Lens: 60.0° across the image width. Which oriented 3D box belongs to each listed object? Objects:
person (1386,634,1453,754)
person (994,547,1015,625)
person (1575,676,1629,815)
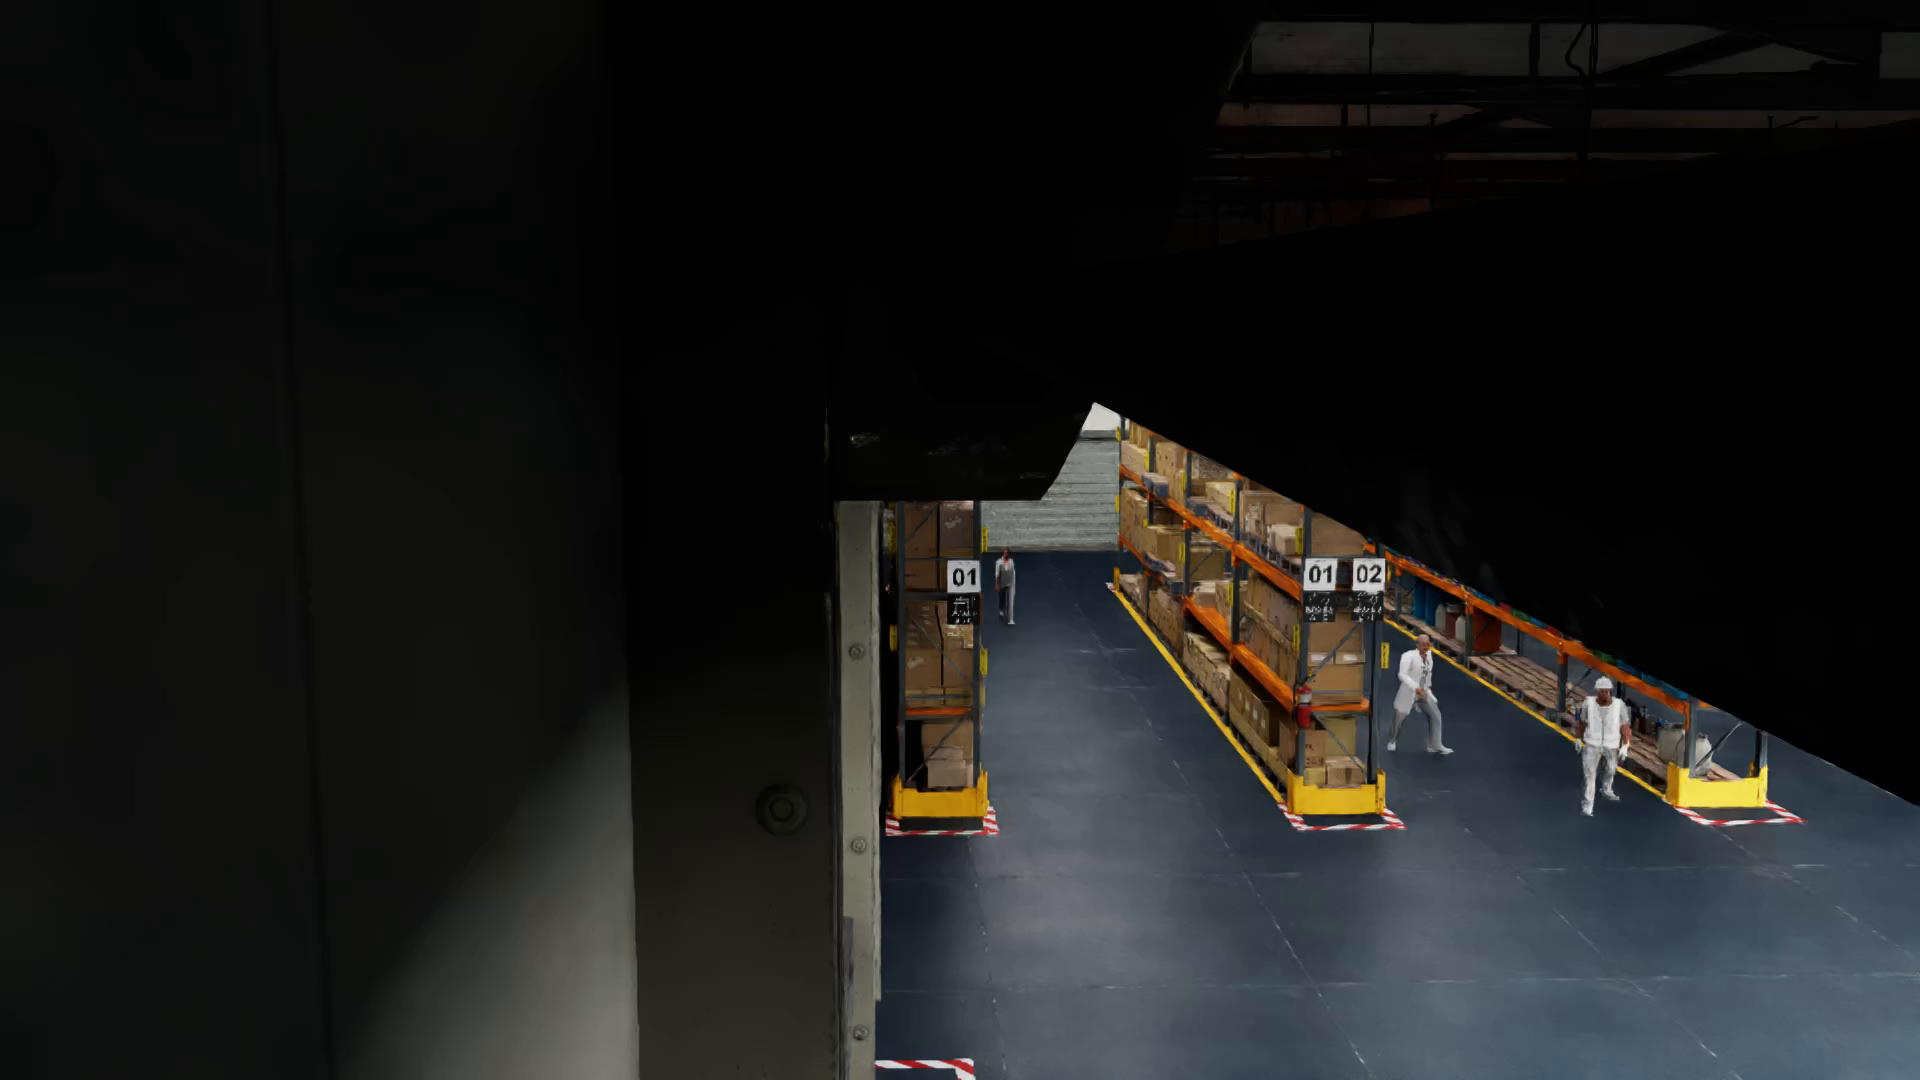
[{"bbox_3d":[6.376,2.138,23.266,0.734,1.717,0.869,-3,9,-21],"label":"person"},{"bbox_3d":[0.884,0.870,32.690,0.417,1.517,1.036,0,8,0],"label":"person"},{"bbox_3d":[7.980,2.521,20.673,0.605,1.731,0.983,3,9,17],"label":"person"}]
